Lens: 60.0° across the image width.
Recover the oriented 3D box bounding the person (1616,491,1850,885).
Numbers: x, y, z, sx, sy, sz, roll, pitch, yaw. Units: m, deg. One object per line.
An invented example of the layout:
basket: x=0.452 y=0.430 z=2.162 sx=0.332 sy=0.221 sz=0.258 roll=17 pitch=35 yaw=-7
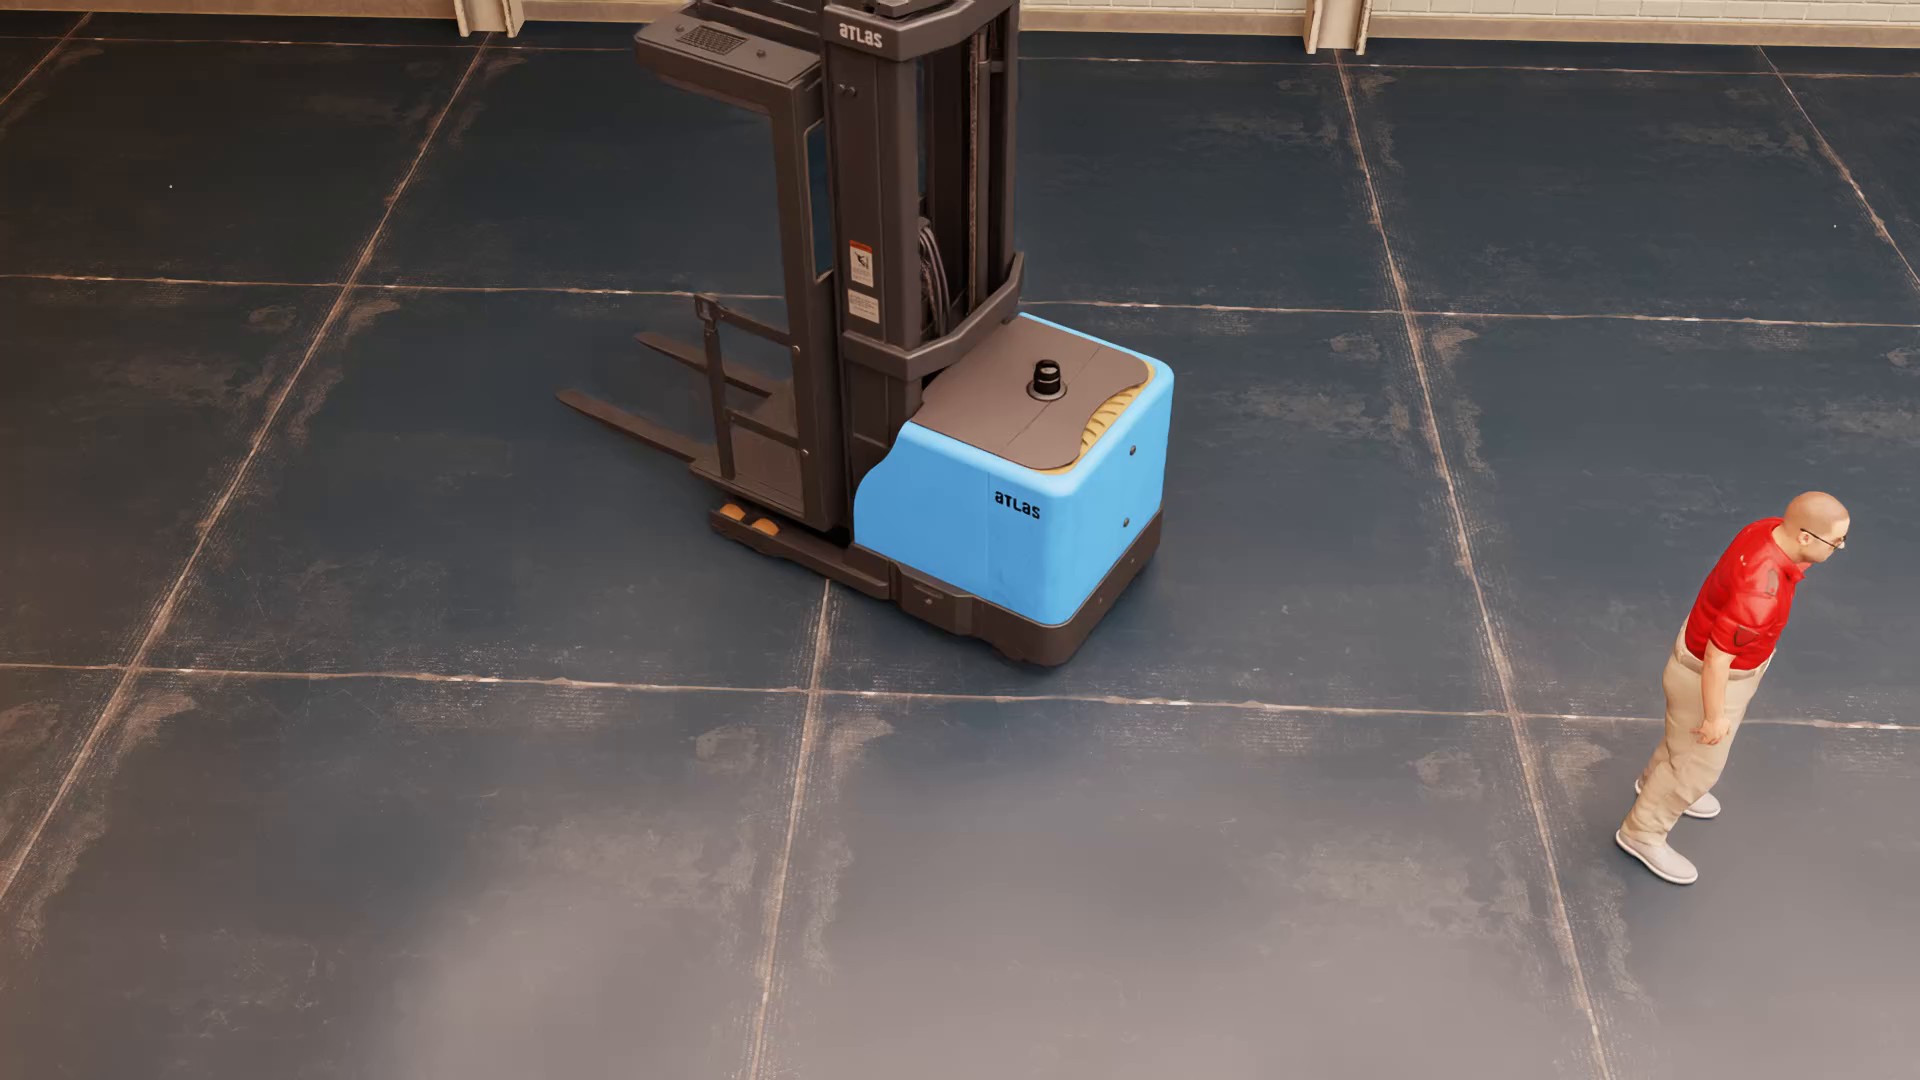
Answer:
person: x=2.807 y=0.490 z=6.099 sx=0.396 sy=1.726 sz=0.585 roll=22 pitch=47 yaw=22

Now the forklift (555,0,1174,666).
forklift: x=-0.585 y=-1.296 z=7.162 sx=3.031 sy=2.935 sz=1.130 roll=23 pitch=47 yaw=23
